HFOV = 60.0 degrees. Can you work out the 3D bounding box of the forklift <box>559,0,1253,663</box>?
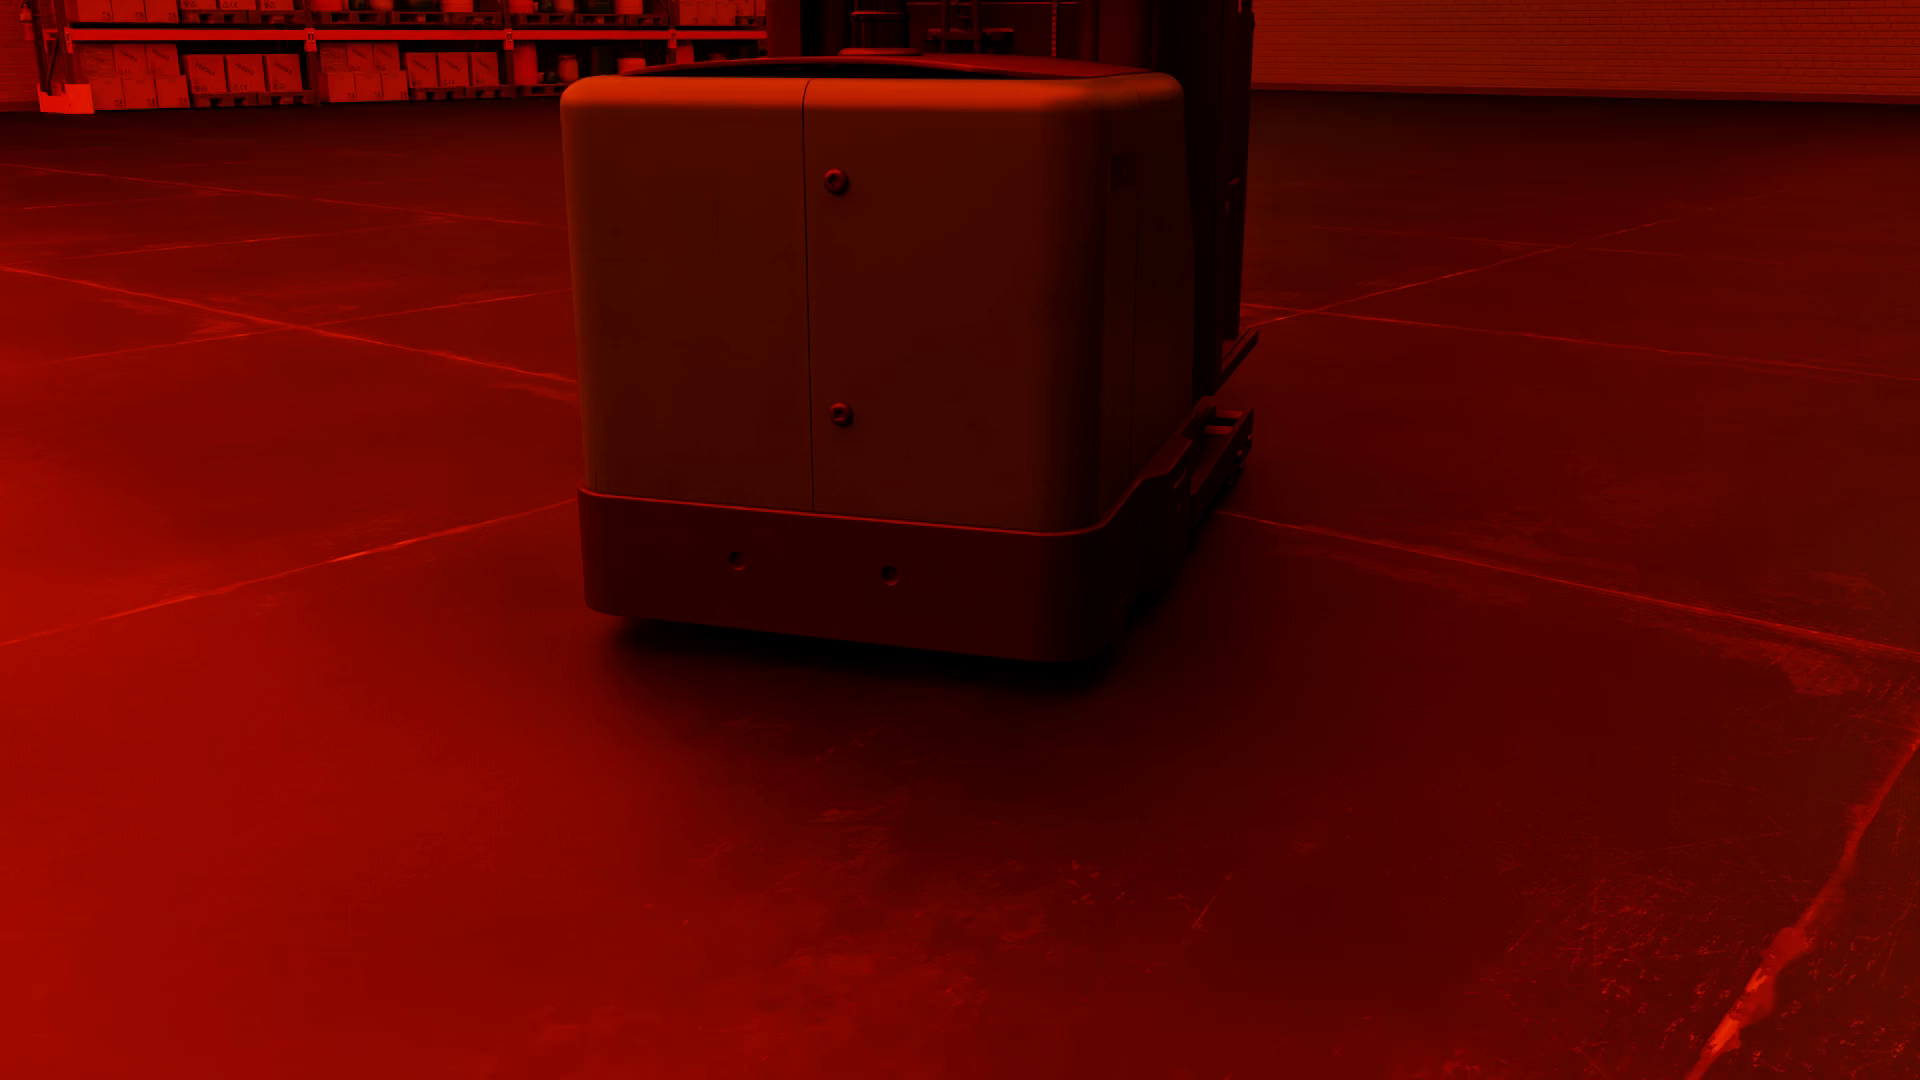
[{"bbox_3d":[0.019,-1.378,3.586,1.129,2.843,1.939,5,18,17],"label":"forklift"}]
